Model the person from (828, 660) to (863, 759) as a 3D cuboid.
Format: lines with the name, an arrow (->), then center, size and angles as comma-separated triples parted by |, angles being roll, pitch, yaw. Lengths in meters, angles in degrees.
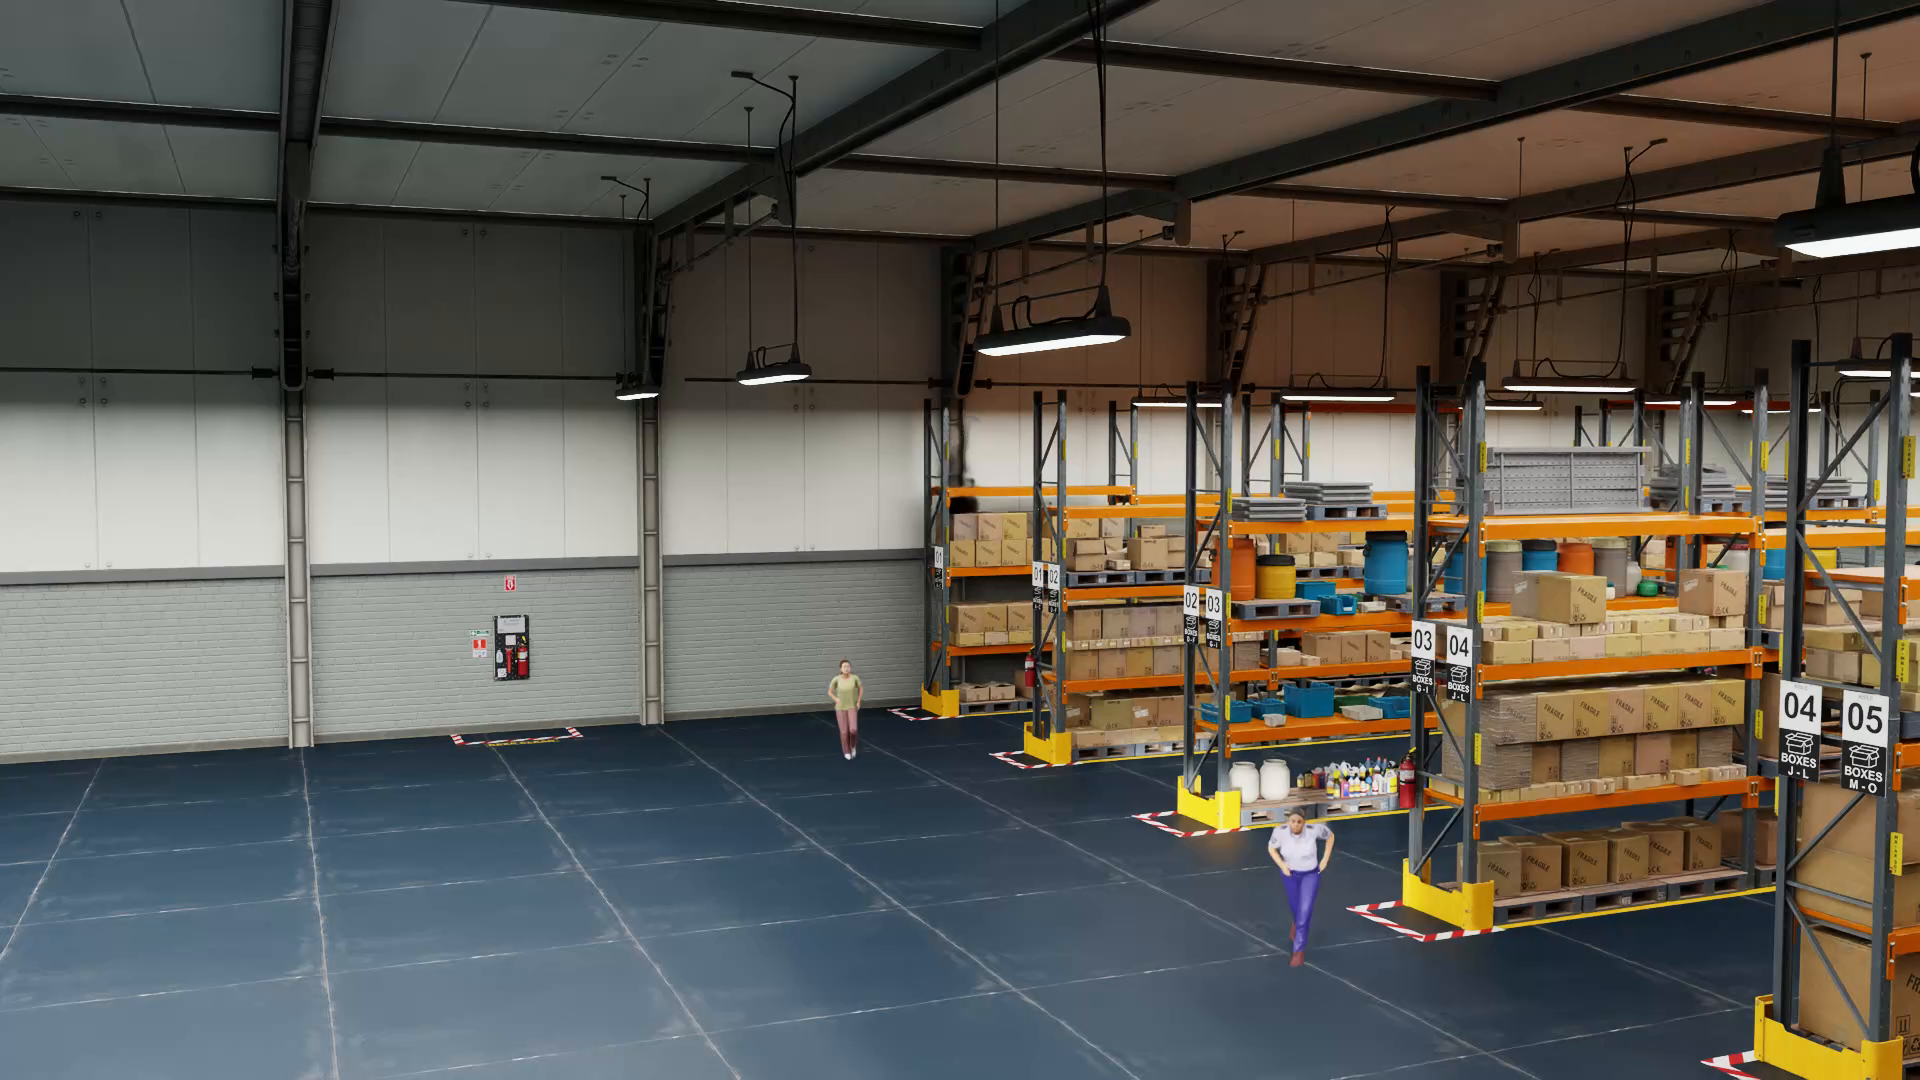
person -> -1.850, 2.754, 26.978 | 0.578, 1.631, 0.529 | 0, 3, -6

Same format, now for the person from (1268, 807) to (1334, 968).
person -> 3.441, 3.419, 16.781 | 0.646, 1.612, 0.976 | 1, 3, 15
